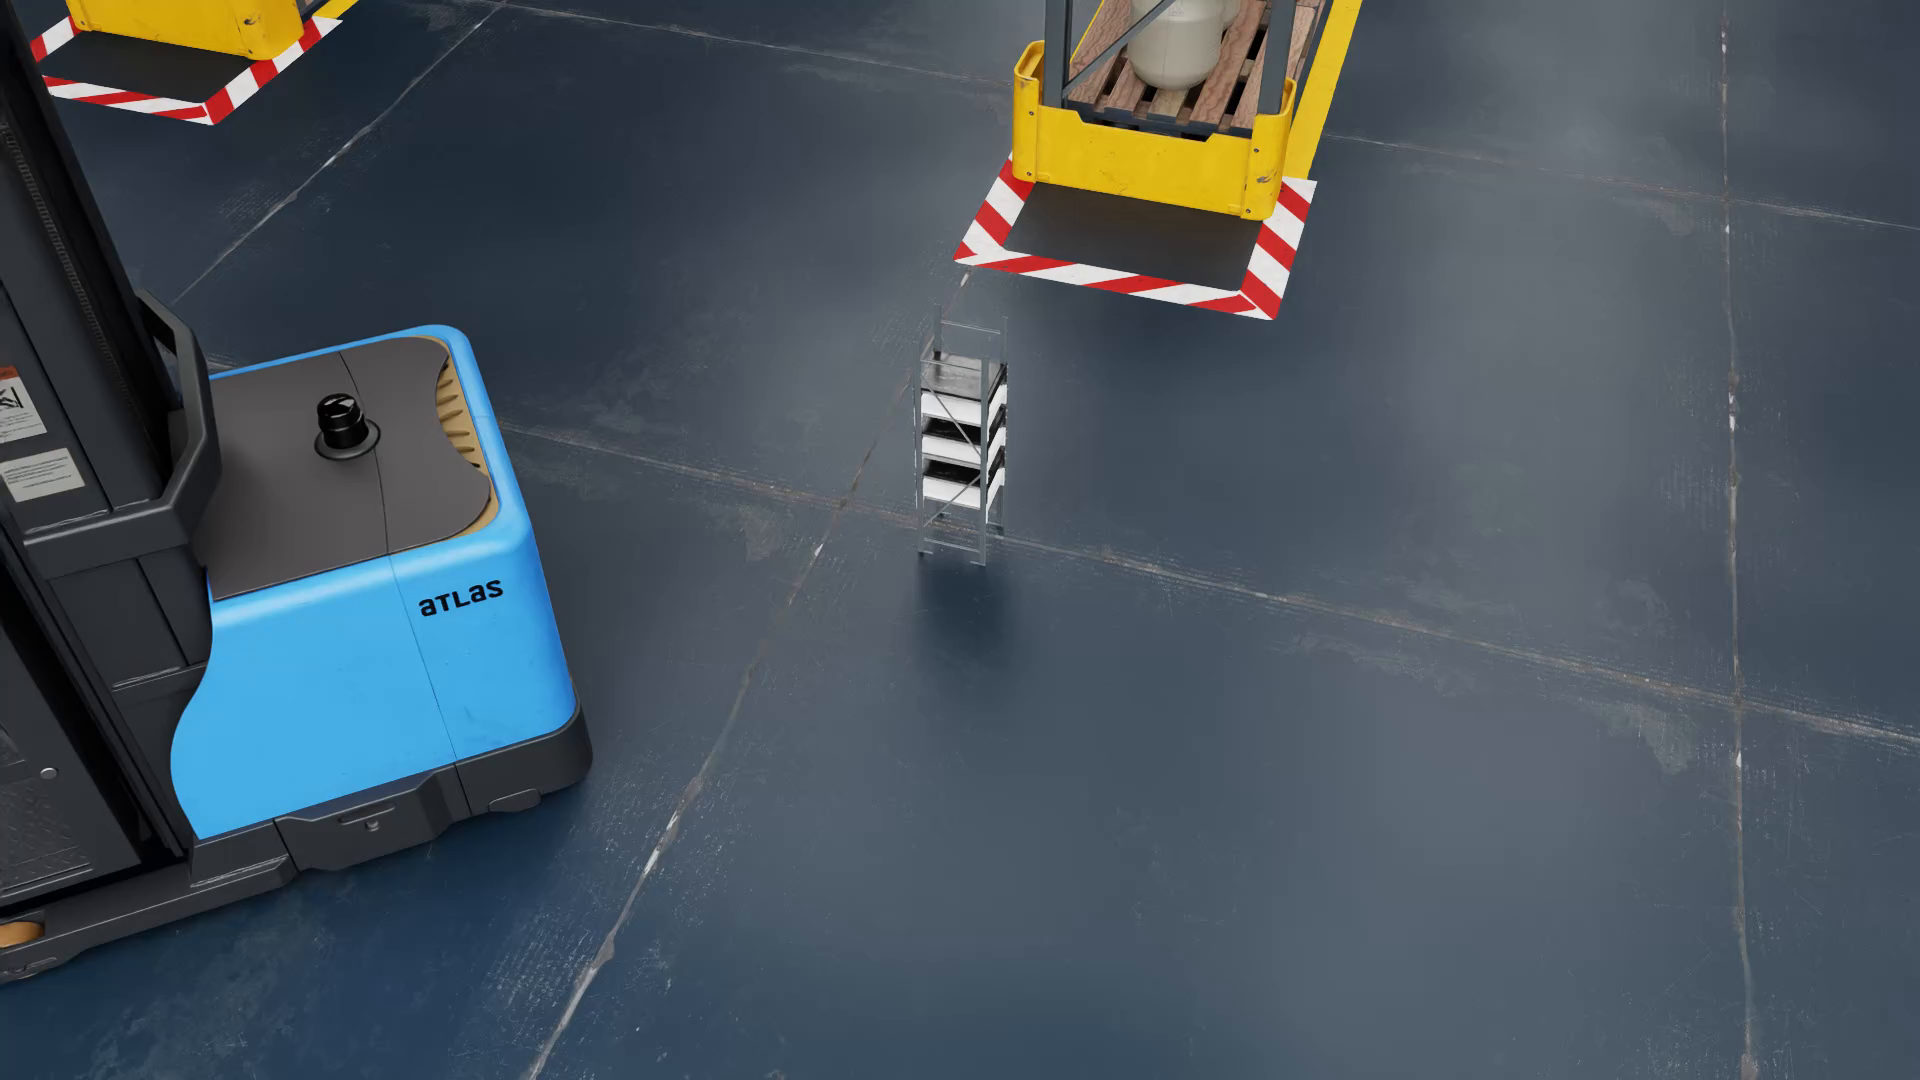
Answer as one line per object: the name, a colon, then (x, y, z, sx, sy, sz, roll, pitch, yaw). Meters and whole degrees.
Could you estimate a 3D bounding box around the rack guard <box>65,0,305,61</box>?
rack guard: (-3.882, -2.755, 8.208, 1.175, 0.500, 0.348, 13, 46, 13)

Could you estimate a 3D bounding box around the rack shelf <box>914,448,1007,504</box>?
rack shelf: (0.002, -0.239, 5.527, 0.258, 0.077, 0.200, 13, 46, 12)

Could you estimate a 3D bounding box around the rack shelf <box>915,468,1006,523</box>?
rack shelf: (0.002, -0.175, 5.590, 0.258, 0.077, 0.200, 13, 46, 12)

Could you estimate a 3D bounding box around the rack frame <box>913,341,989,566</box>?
rack frame: (-0.028, -0.259, 5.372, 0.240, 0.900, 0.006, 13, 46, 12)

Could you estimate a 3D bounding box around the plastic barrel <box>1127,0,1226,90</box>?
plastic barrel: (0.972, -2.328, 7.463, 0.421, 0.512, 0.421, 0, 44, 0)

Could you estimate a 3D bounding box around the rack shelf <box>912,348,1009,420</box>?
rack shelf: (0.002, -0.496, 5.275, 0.258, 0.077, 0.200, 13, 46, 12)

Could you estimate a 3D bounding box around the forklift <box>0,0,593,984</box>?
forklift: (-2.665, -0.223, 3.882, 3.031, 2.935, 1.130, -16, 47, -16)

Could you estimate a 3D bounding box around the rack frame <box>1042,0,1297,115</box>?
rack frame: (0.845, -2.613, 6.275, 1.000, 3.000, 0.127, 13, 46, 13)

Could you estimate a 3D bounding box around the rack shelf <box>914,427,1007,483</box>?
rack shelf: (0.002, -0.303, 5.464, 0.258, 0.077, 0.200, 13, 46, 12)

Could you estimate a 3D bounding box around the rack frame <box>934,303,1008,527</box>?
rack frame: (0.033, -0.395, 5.510, 0.240, 0.900, 0.006, 13, 46, 12)

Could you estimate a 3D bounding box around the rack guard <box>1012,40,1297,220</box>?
rack guard: (0.823, -1.780, 7.211, 1.175, 0.500, 0.348, 13, 46, 13)

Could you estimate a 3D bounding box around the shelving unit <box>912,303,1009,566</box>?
shelving unit: (0.002, -0.327, 5.441, 0.258, 0.900, 0.210, 13, 46, 12)

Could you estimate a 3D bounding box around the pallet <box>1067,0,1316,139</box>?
pallet: (1.074, -2.217, 7.865, 1.003, 0.211, 1.213, 13, 46, 13)

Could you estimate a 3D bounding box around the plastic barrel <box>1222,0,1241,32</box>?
plastic barrel: (1.123, -2.662, 7.805, 0.421, 0.512, 0.421, 0, 44, 0)

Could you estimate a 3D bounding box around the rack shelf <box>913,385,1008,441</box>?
rack shelf: (0.002, -0.432, 5.338, 0.258, 0.077, 0.200, 13, 46, 12)

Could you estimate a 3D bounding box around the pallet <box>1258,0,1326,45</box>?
pallet: (1.446, -3.027, 8.693, 1.003, 0.211, 1.213, 13, 46, 13)

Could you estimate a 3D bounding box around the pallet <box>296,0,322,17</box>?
pallet: (-3.683, -3.186, 8.855, 1.003, 0.211, 1.213, 13, 46, 13)

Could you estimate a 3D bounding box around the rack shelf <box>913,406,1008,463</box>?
rack shelf: (0.002, -0.368, 5.401, 0.258, 0.077, 0.200, 13, 46, 12)
